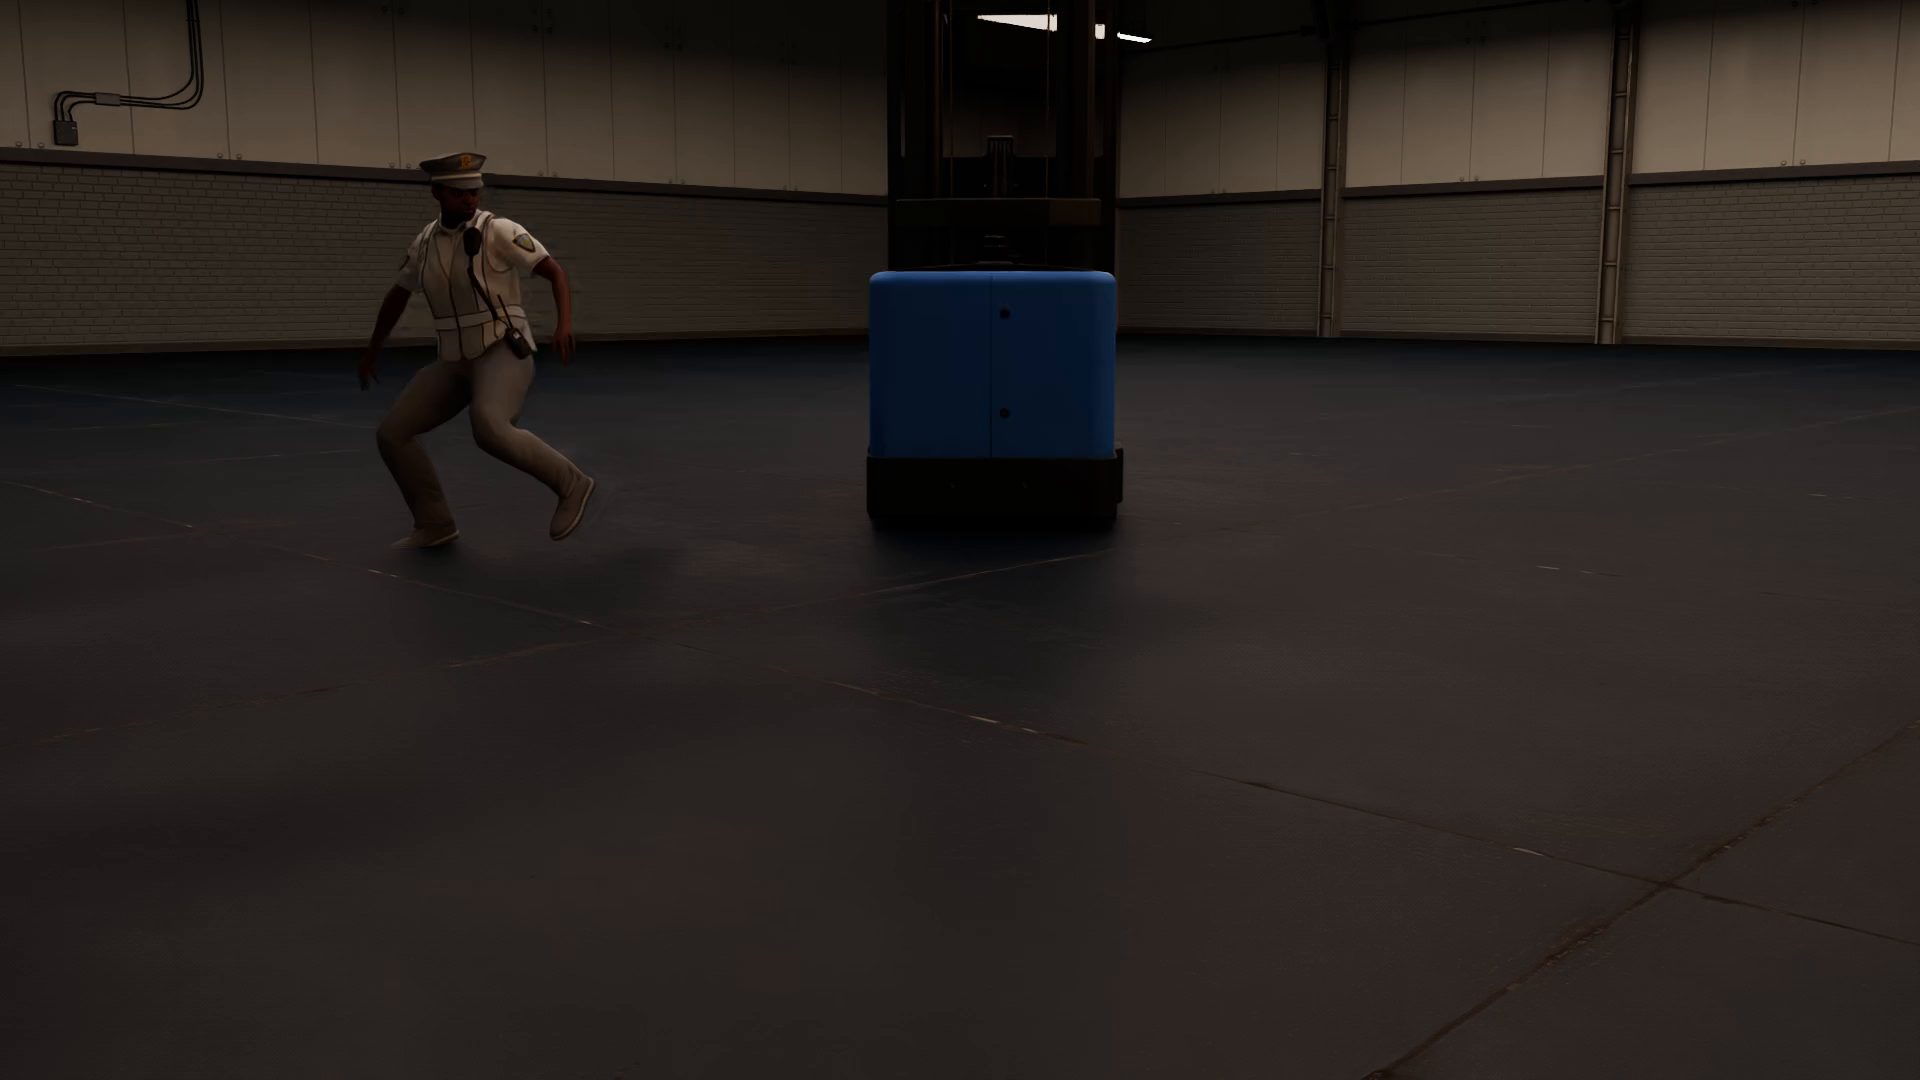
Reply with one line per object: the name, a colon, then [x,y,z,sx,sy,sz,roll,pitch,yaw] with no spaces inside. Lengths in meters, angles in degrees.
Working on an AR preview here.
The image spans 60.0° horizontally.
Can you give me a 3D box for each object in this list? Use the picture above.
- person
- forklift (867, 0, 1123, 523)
person: [-1.907,-0.698,6.403,0.995,1.548,0.485,4,10,27]
forklift: [0.213,-1.703,8.182,1.130,2.935,3.031,0,9,3]
